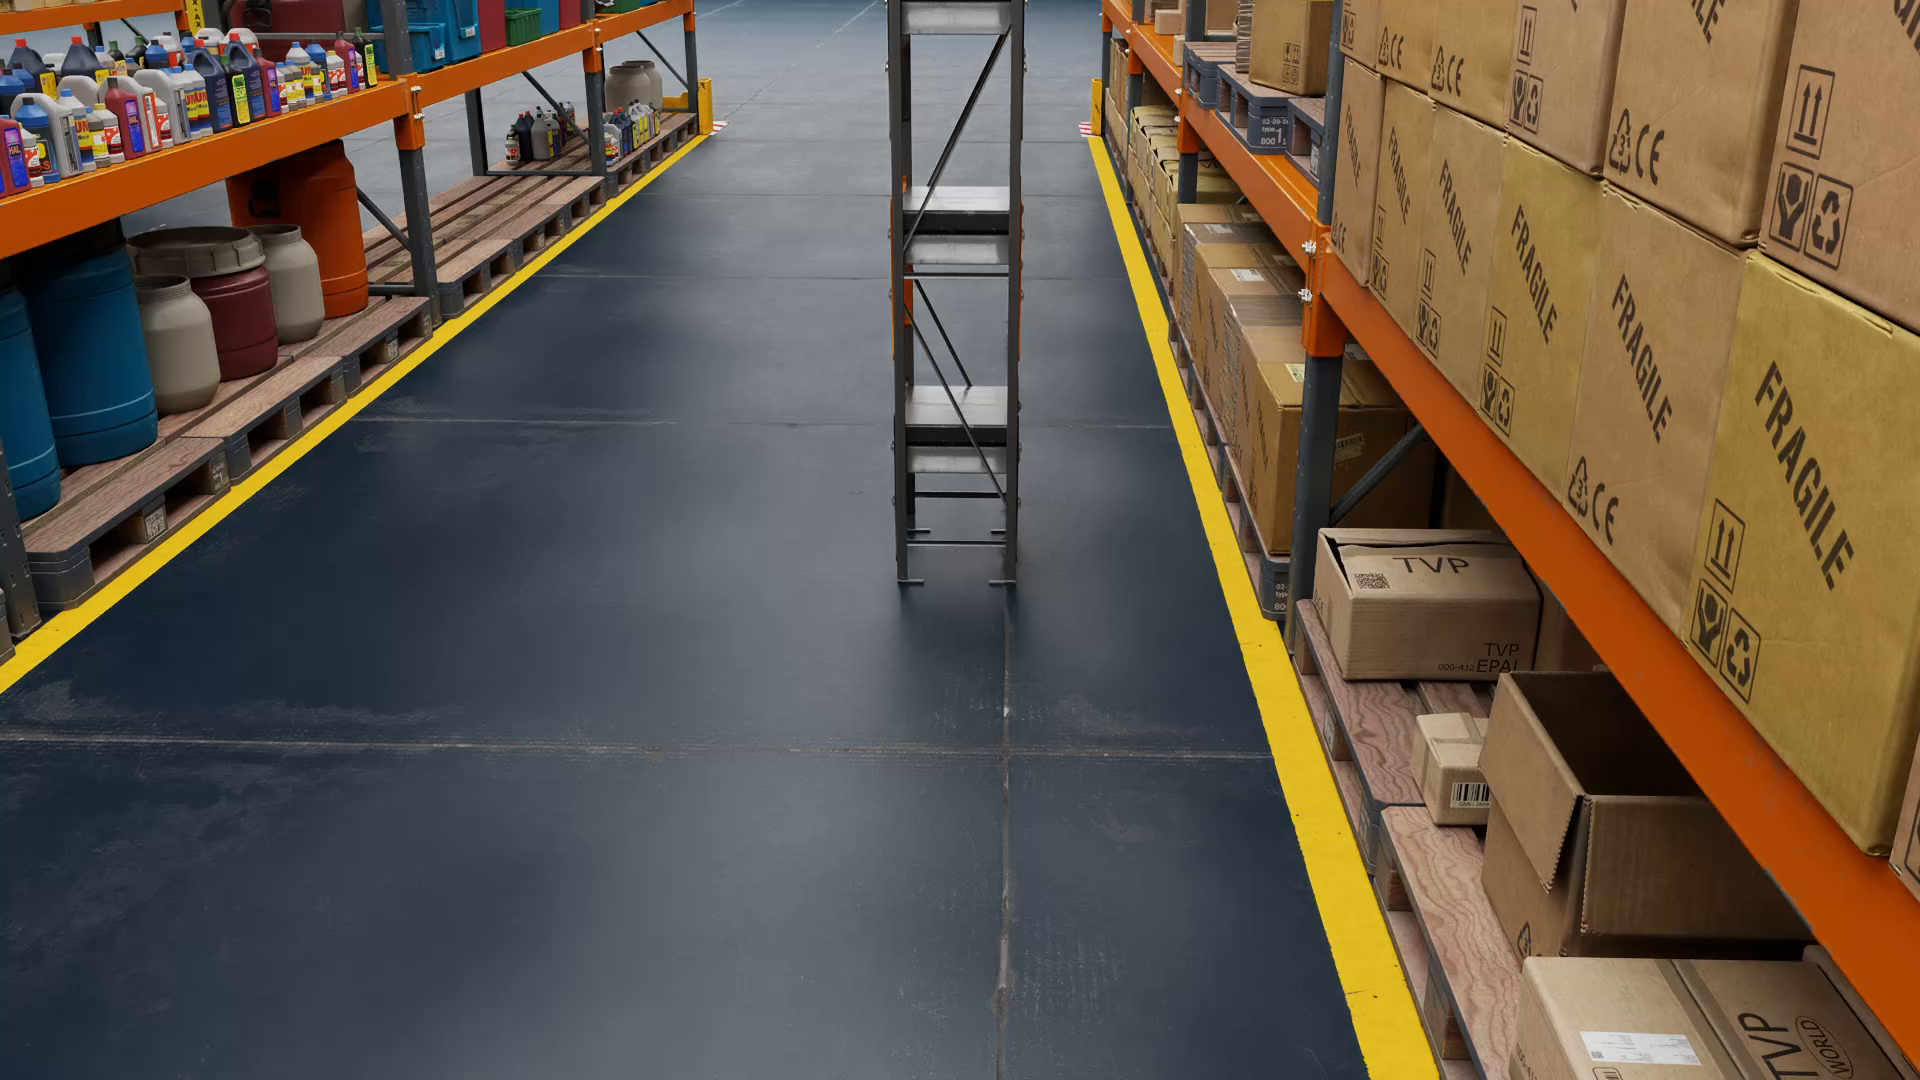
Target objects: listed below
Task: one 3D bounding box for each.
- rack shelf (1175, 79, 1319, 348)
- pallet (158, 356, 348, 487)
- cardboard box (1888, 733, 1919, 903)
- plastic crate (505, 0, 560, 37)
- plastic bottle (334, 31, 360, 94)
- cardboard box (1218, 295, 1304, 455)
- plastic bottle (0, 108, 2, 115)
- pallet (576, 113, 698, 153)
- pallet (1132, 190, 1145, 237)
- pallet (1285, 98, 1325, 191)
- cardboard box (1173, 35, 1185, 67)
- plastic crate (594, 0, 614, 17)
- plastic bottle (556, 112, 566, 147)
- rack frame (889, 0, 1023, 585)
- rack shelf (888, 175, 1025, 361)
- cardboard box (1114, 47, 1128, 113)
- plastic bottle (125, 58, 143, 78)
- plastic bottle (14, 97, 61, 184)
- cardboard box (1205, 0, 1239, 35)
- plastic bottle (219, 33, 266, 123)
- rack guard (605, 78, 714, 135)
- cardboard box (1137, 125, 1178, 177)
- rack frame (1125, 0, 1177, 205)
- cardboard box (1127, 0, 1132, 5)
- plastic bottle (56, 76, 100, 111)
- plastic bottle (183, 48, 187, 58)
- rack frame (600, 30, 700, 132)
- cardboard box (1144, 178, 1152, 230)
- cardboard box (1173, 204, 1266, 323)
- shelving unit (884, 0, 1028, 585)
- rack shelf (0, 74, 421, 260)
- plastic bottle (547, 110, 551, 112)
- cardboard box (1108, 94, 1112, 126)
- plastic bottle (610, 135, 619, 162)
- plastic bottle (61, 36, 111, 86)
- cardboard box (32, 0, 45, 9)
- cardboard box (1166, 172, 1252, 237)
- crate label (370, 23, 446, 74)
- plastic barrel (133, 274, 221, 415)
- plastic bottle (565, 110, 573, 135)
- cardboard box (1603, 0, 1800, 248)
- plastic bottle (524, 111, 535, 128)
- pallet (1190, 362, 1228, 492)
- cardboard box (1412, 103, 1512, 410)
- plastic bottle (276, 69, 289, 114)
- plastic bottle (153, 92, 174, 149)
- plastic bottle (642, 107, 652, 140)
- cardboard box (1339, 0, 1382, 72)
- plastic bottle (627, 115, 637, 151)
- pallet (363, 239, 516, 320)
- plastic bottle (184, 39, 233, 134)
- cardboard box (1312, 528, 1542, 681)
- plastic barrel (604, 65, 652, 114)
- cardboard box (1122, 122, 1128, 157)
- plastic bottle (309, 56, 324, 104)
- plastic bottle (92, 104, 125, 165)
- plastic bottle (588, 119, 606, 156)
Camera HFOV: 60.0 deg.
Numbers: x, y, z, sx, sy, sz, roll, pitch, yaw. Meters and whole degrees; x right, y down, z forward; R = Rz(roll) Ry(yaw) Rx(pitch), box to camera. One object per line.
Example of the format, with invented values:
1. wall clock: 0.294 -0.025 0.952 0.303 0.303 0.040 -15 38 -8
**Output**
1. rack shelf: 1.572 -1.441 6.591 1.077 0.370 4.000 1 21 2
2. pallet: -3.341 -0.530 7.103 1.003 0.211 1.213 1 21 2
3. cardboard box: 1.131 0.181 1.277 0.500 0.500 0.500 1 21 3
4. plastic crate: -2.919 -3.592 11.162 0.392 0.384 0.575 1 21 2
5. plastic bottle: -2.911 -2.267 7.886 0.061 0.283 0.133 1 21 2
6. cardboard box: 1.279 -0.635 6.366 0.500 0.500 0.500 1 21 2
7. plastic bottle: -3.714 -1.645 6.292 0.152 0.276 0.135 1 21 2
8. pallet: -3.060 -3.826 15.599 1.003 0.211 1.213 1 21 2
9. pallet: 1.771 -2.379 11.869 1.003 0.211 1.213 1 21 2
10. pallet: 1.644 -1.252 5.374 1.003 0.211 1.213 1 21 2
11. cardboard box: 1.384 -2.711 9.216 0.380 0.149 0.250 1 21 2
12. plastic crate: -3.054 -4.161 12.692 0.767 0.338 0.504 1 21 2
13. plastic bottle: -3.334 -3.421 13.845 0.061 0.283 0.133 1 21 2
14. rack frame: -0.012 -0.831 5.267 0.400 2.100 0.015 1 21 2
15. rack shelf: -0.005 -0.906 5.500 0.431 0.518 0.480 1 21 2
16. cardboard box: 1.589 -3.922 14.174 0.500 0.500 0.500 1 21 2
17. plastic bottle: -3.704 -2.053 7.448 0.097 0.201 0.097 0 21 0
18. plastic bottle: -3.010 -1.303 5.417 0.097 0.271 0.097 0 21 0
19. cardboard box: 1.667 -3.153 9.871 0.500 0.500 0.500 0 21 -1
20. plastic bottle: -2.985 -1.911 6.876 0.144 0.351 0.185 1 21 2
21. rack guard: -3.030 -4.255 16.304 1.175 0.500 0.348 1 21 2
22. cardboard box: 1.458 -2.607 11.045 0.500 0.311 0.500 0 21 0
23. rack frame: 1.754 -3.946 12.052 1.000 3.000 0.127 1 21 2
24. cardboard box: 1.817 -4.901 14.375 0.700 0.500 0.500 1 21 2
25. plastic bottle: -3.169 -1.551 6.051 0.152 0.276 0.135 1 21 2
26. plastic bottle: -3.688 -2.233 7.913 0.097 0.201 0.097 0 21 0
27. rack frame: -3.075 -5.448 15.924 1.000 3.000 0.127 1 21 2
28. cardboard box: 1.448 -2.161 10.672 0.500 0.250 0.500 1 21 3
29. cardboard box: 1.333 -1.378 8.281 0.500 0.500 0.500 2 21 4
30. shelving unit: -0.005 -0.919 5.495 0.431 2.100 0.503 1 21 2
31. rack shelf: -3.379 -1.497 6.735 1.077 0.370 4.000 1 21 2
32. plastic bottle: -3.461 -3.496 14.055 0.097 0.271 0.097 0 21 0
33. cardboard box: 1.626 -3.934 15.242 0.500 0.250 0.500 1 21 2
34. plastic bottle: -2.743 -3.086 13.097 0.097 0.201 0.097 0 21 0
35. plastic bottle: -3.549 -1.868 6.764 0.144 0.351 0.185 1 21 2
36. cardboard box: -7.827 -4.466 13.739 0.380 0.149 0.250 1 21 2
37. cardboard box: 1.402 -1.867 9.140 0.500 0.311 0.500 1 21 3
38. crate label: -2.931 -2.626 8.881 0.303 0.233 0.416 1 21 2
39. plastic barrel: -3.278 -0.801 6.805 0.421 0.512 0.421 0 21 0
40. plastic bottle: -3.445 -3.659 14.573 0.097 0.201 0.097 0 21 0
41. cardboard box: 1.154 -0.654 2.048 0.500 0.500 0.500 1 21 3
42. plastic bottle: -3.459 -3.277 13.383 0.144 0.351 0.185 0 21 -1
43. pallet: 1.532 -0.490 7.001 1.003 0.211 1.213 1 21 2
44. cardboard box: 1.193 -0.553 3.169 0.500 0.500 0.500 1 21 1
45. plastic bottle: -2.954 -1.941 7.159 0.097 0.201 0.097 0 21 0
46. plastic bottle: -2.986 -1.556 6.168 0.097 0.201 0.097 0 21 0
47. plastic bottle: -2.732 -3.574 14.249 0.152 0.276 0.135 0 21 0
48. cardboard box: 1.215 -1.399 3.967 0.500 0.500 0.500 1 21 3
49. plastic bottle: -2.705 -3.355 13.677 0.061 0.283 0.133 2 21 4
50. pallet: -3.256 -1.535 9.694 1.003 0.211 1.213 1 21 2
51. plastic bottle: -2.995 -1.796 6.580 0.144 0.351 0.185 1 21 2
52. cardboard box: 1.282 0.144 4.619 0.500 0.311 0.500 1 21 2
53. plastic barrel: -3.034 -4.064 15.215 0.421 0.512 0.421 0 21 0
54. cardboard box: 1.575 -3.211 13.378 0.500 0.250 0.500 1 21 2
55. plastic bottle: -2.942 -2.081 7.521 0.097 0.201 0.097 0 21 0
56. plastic bottle: -2.997 -1.424 5.827 0.097 0.201 0.097 0 21 0
57. plastic bottle: -2.901 -3.261 13.340 0.144 0.351 0.185 1 21 2
